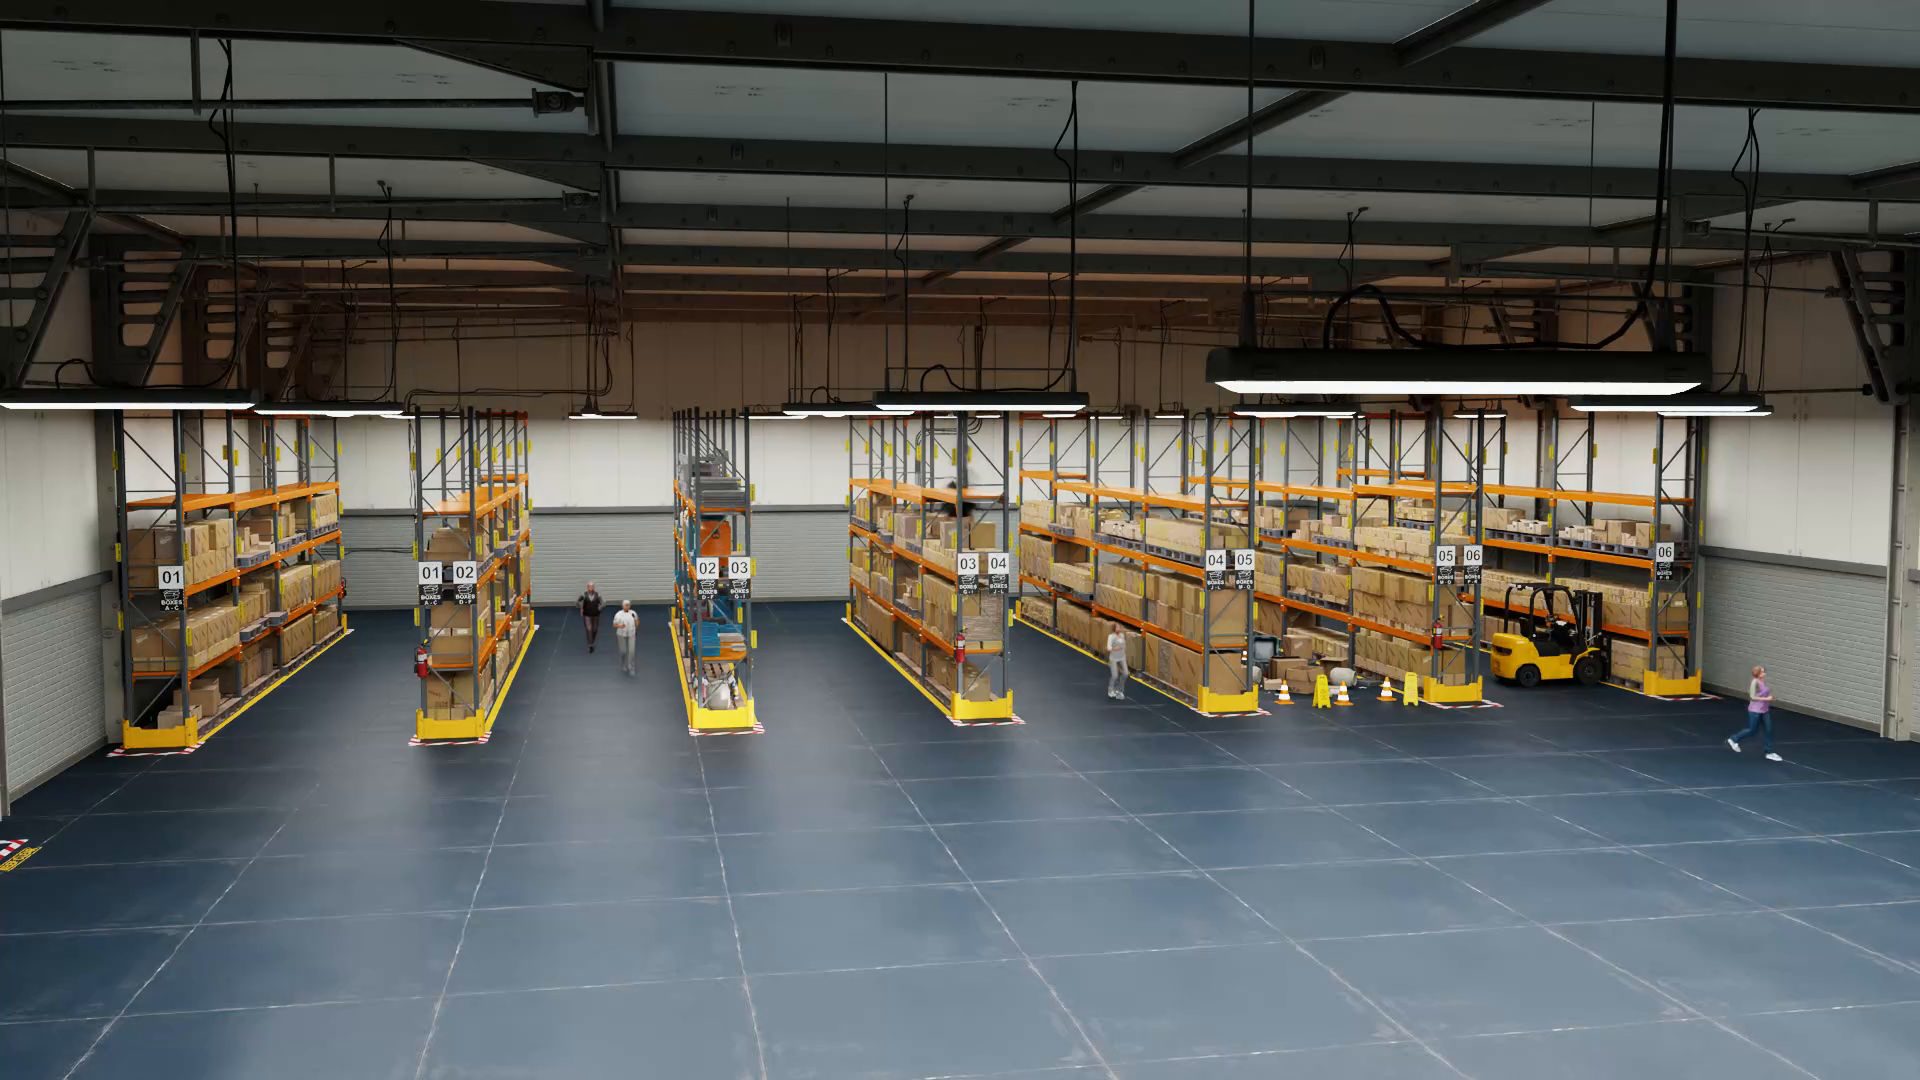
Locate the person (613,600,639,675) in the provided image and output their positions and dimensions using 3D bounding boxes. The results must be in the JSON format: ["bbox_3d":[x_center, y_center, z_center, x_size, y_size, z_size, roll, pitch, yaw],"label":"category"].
[{"bbox_3d":[-7.553,2.187,37.692,0.606,1.666,0.873,-1,4,-18],"label":"person"}]

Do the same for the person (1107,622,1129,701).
[{"bbox_3d":[3.250,2.495,34.172,0.514,1.618,0.640,-2,4,-23],"label":"person"}]

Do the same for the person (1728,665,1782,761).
[{"bbox_3d":[13.515,2.909,28.193,0.543,1.578,0.882,-3,5,-38],"label":"person"}]

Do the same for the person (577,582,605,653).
[{"bbox_3d":[-9.202,1.917,41.503,0.663,1.728,0.940,-2,4,-20],"label":"person"}]
